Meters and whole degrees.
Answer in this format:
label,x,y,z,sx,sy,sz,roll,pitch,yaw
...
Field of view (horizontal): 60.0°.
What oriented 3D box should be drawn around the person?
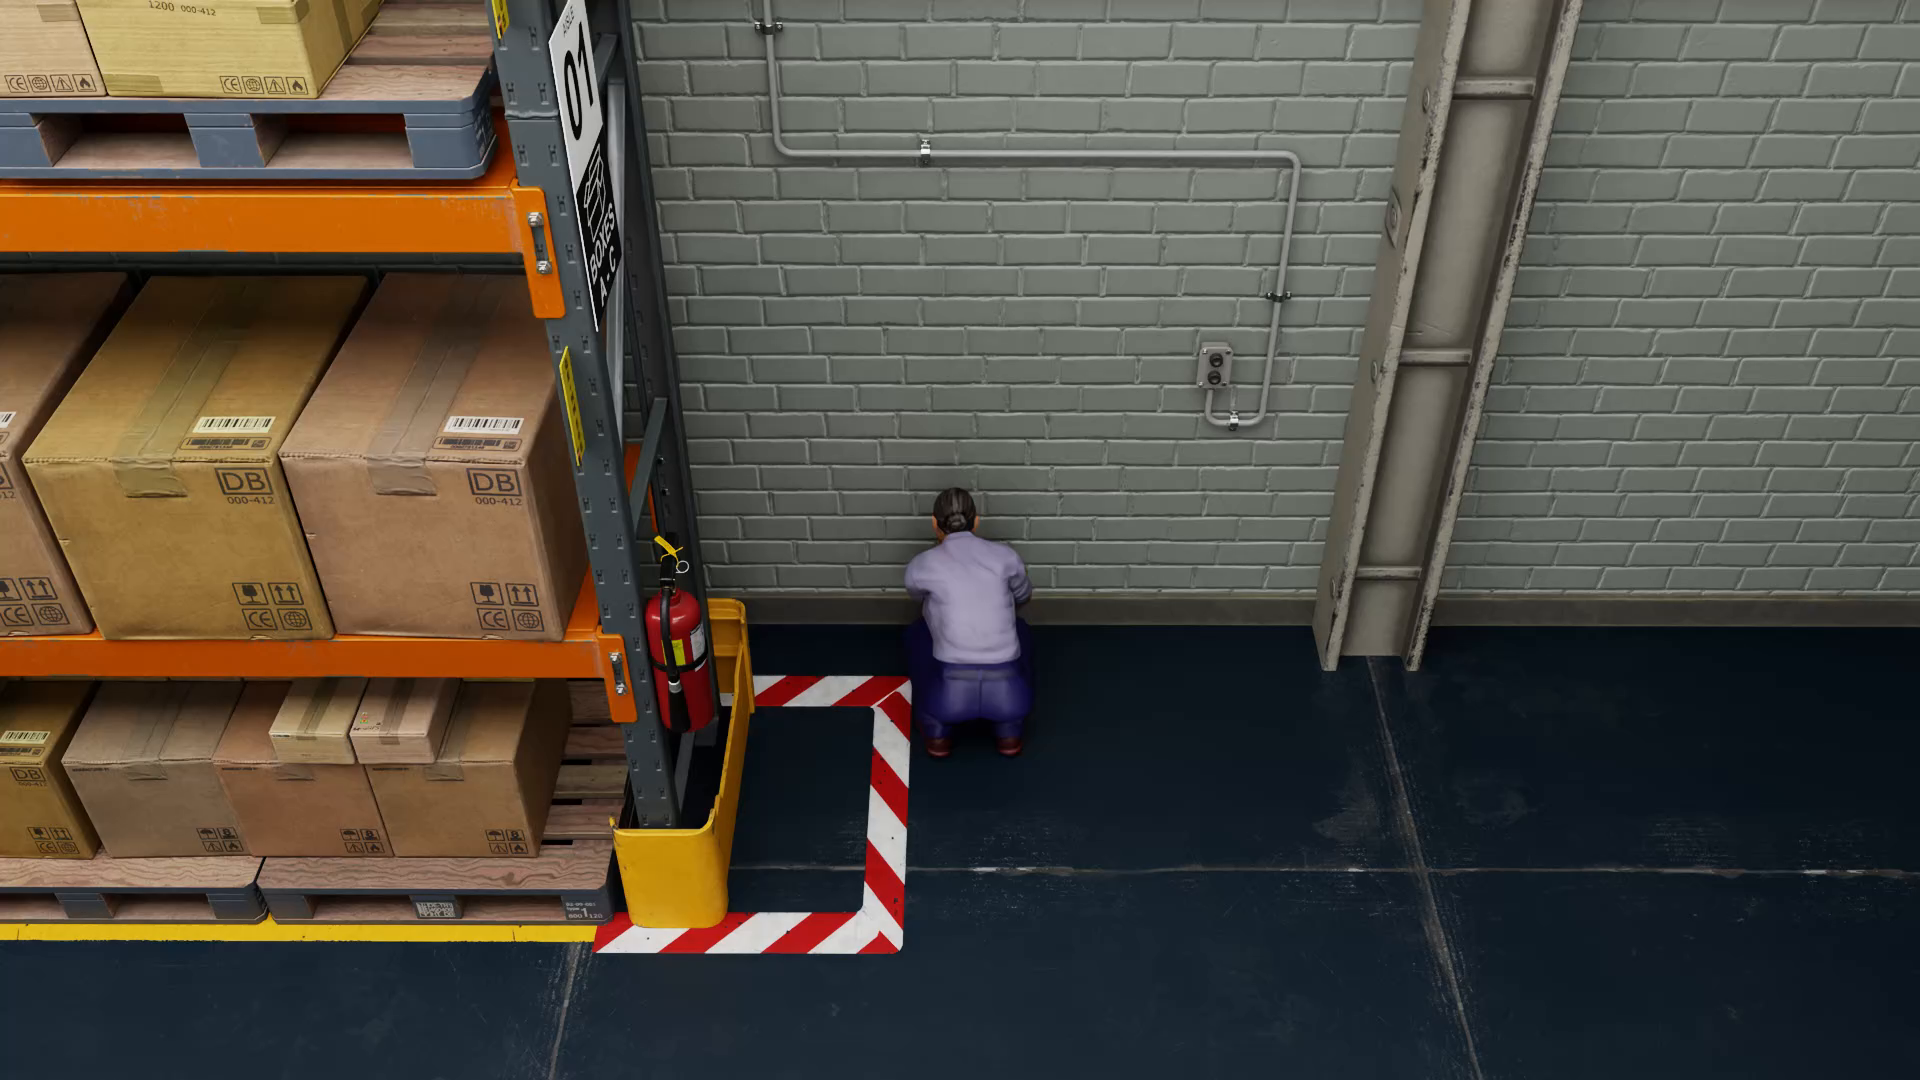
label,x,y,z,sx,sy,sz,roll,pitch,yaw
person,0.035,0.318,6.373,0.529,0.913,0.838,-2,40,-2
